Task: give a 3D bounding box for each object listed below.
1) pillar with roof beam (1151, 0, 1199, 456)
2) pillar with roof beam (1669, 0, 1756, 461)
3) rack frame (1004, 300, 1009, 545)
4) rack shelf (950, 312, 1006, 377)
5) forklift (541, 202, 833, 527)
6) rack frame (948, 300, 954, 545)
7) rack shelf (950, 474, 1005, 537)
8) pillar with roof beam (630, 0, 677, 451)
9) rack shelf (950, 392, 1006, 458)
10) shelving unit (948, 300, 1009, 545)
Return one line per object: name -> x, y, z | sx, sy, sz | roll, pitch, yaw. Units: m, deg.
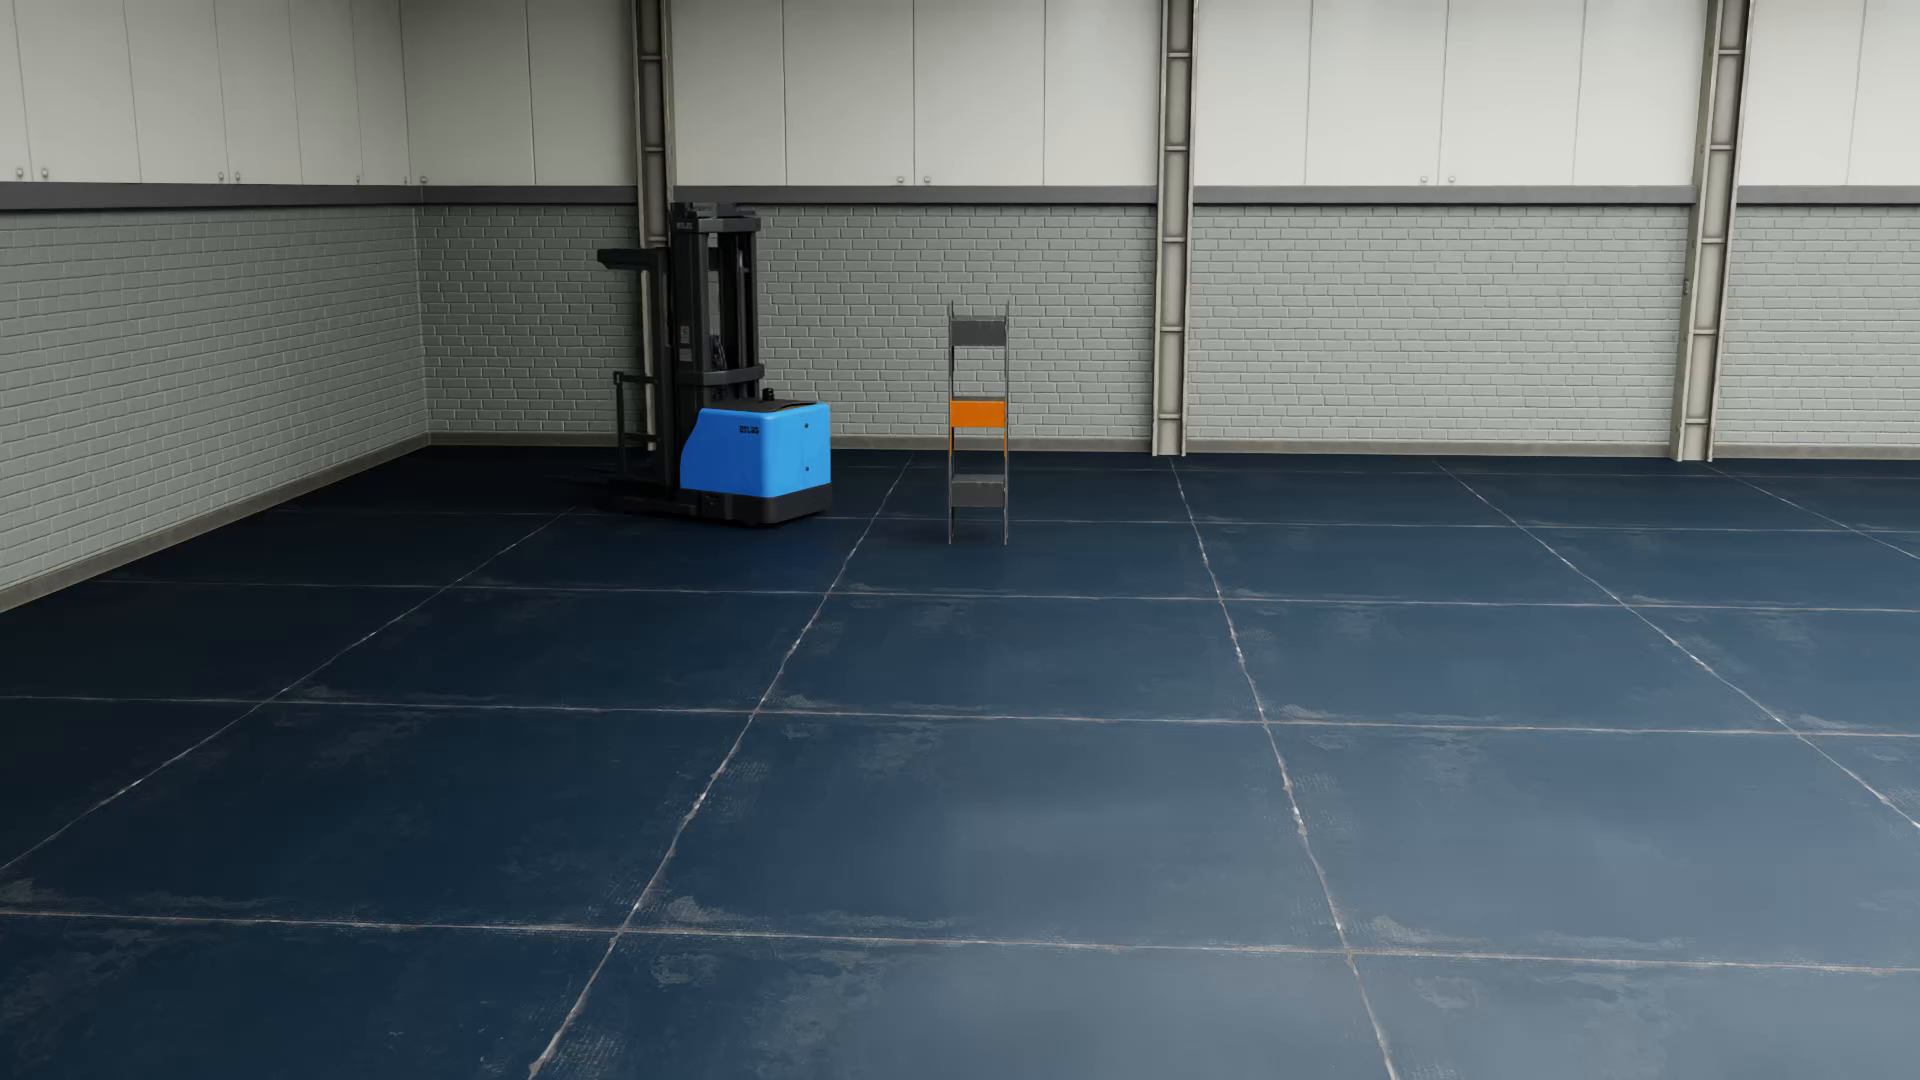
pillar with roof beam -> 2.170, -4.542, 14.504 | 0.400, 9.000, 9.100 | 1, 12, 4
pillar with roof beam -> 8.157, -4.460, 14.111 | 0.400, 9.000, 9.100 | 1, 12, 4
rack frame -> 0.409, -1.022, 14.526 | 0.015, 2.100, 0.400 | 1, 12, 4
rack shelf -> 0.165, -1.697, 14.402 | 0.480, 0.518, 0.431 | 1, 12, 4
forklift -> -2.749, -1.755, 16.002 | 3.031, 2.935, 1.130 | 7, 14, 30
rack frame -> -0.078, -1.029, 14.558 | 0.015, 2.100, 0.400 | 1, 12, 4
rack shelf -> 0.165, -0.327, 14.688 | 0.480, 0.518, 0.431 | 1, 12, 4
pillar with roof beam -> -3.816, -4.624, 14.896 | 0.400, 9.000, 9.100 | 1, 12, 4
rack shelf -> 0.165, -1.012, 14.545 | 0.480, 0.518, 0.431 | 1, 12, 4
shelving unit -> 0.165, -1.025, 14.542 | 0.503, 2.100, 0.431 | 1, 12, 4
